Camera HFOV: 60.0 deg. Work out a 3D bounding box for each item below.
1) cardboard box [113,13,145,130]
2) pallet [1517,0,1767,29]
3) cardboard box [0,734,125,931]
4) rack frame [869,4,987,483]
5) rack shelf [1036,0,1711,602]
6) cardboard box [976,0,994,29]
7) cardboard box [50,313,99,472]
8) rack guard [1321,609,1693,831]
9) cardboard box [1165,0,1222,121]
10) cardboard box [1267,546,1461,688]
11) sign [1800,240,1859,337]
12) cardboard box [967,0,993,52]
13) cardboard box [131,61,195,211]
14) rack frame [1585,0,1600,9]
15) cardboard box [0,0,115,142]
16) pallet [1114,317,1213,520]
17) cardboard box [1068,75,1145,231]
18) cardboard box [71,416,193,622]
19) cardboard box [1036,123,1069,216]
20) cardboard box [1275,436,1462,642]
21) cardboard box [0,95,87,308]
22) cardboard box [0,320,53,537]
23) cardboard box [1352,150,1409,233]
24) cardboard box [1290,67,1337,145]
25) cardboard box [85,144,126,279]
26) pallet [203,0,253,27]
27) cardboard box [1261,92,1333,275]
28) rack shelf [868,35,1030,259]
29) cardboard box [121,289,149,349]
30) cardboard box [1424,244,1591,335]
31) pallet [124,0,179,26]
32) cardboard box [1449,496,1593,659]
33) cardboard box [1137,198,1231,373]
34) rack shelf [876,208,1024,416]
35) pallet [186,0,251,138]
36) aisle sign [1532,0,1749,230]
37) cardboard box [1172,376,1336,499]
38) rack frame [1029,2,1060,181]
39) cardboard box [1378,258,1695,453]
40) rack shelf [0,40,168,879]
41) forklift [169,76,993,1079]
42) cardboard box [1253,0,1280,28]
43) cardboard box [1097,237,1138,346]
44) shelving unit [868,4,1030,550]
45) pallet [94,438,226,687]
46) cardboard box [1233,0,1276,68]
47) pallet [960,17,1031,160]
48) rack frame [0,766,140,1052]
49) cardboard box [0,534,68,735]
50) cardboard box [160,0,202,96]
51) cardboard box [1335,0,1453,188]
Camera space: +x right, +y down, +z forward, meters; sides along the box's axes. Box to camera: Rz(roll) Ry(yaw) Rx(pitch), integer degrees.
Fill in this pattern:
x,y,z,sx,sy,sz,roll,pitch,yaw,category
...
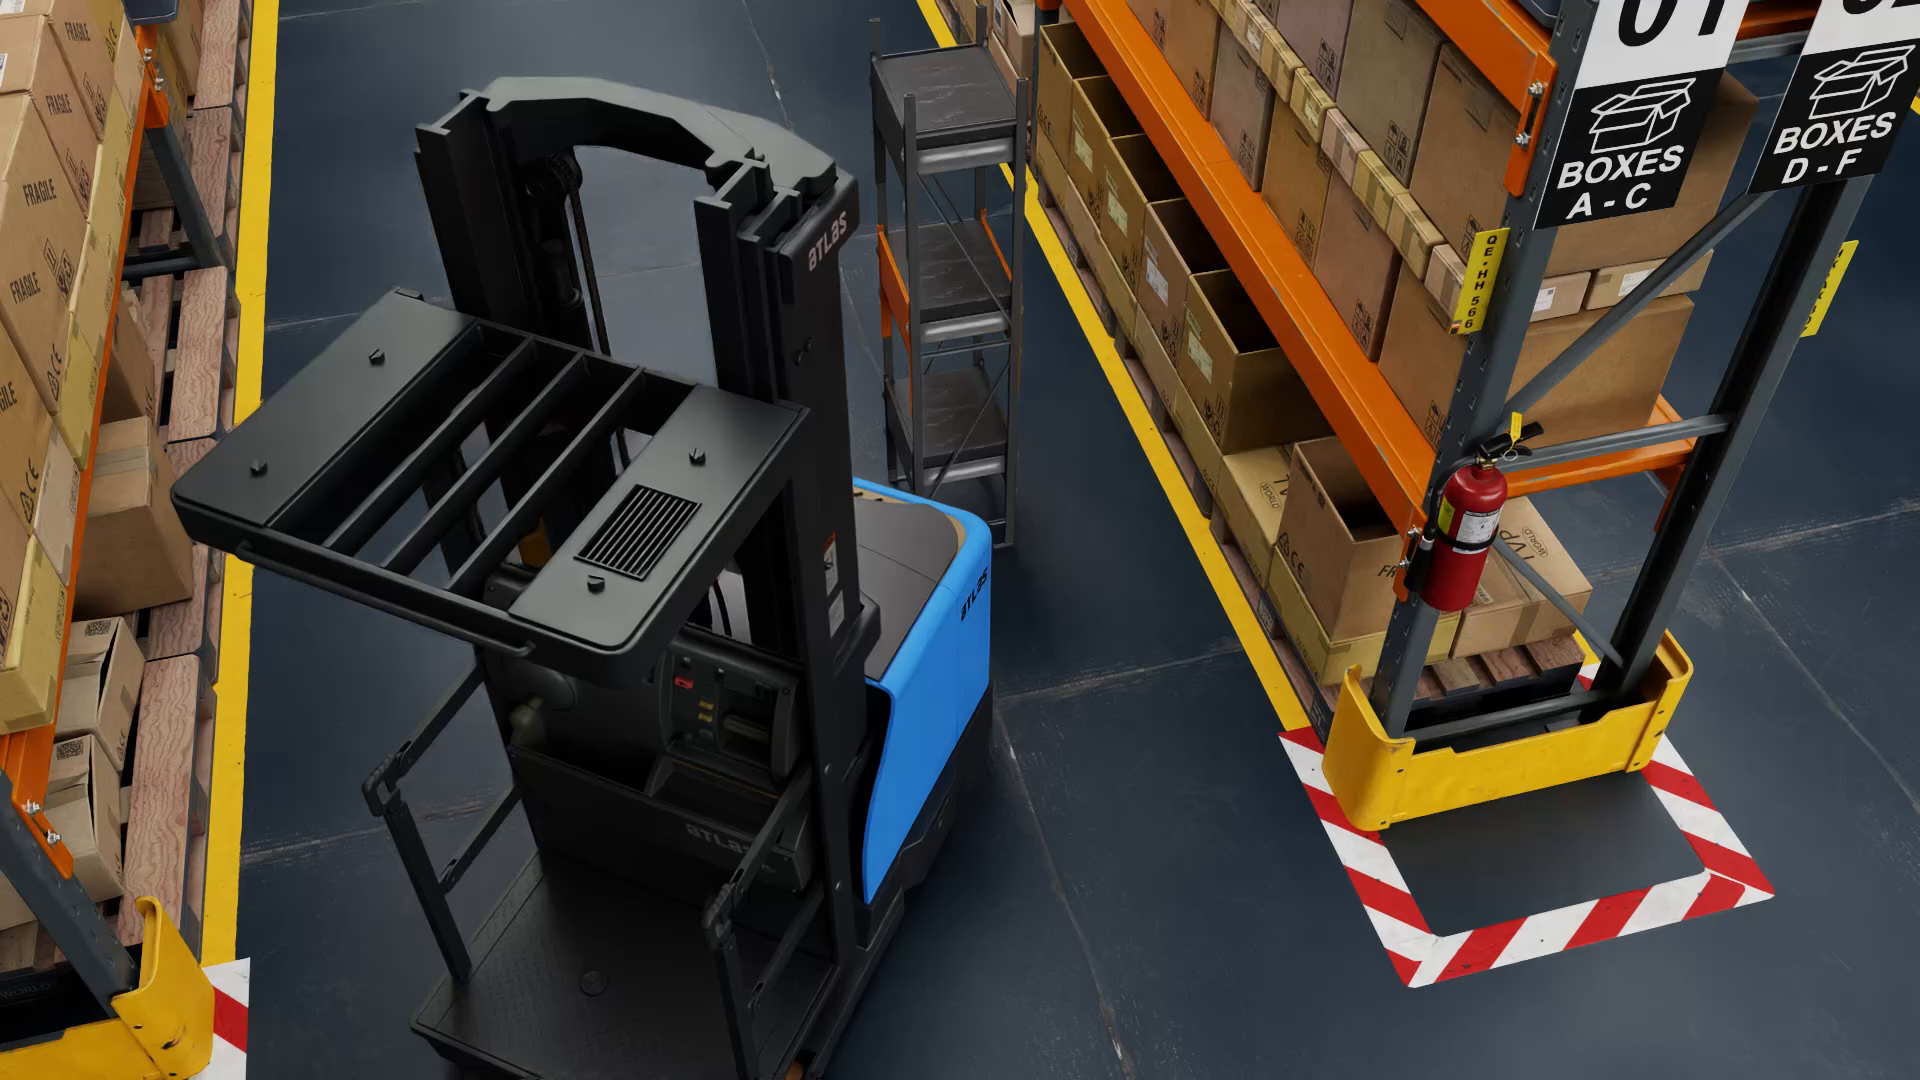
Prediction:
x,y,z,sx,sy,sz,roll,pitch,yaw,category
-3.515,-1.808,6.513,0.500,0.250,0.500,-11,47,-10,cardboard box
1.726,-1.784,4.359,1.003,0.211,1.213,-11,47,-10,pallet
-2.996,0.930,5.313,0.500,0.311,0.500,-16,48,-15,cardboard box
-0.105,-1.018,6.277,0.400,2.100,0.015,-11,47,-10,rack frame
1.370,-1.401,6.526,1.077,0.370,4.000,-11,47,-10,rack shelf
0.338,-2.999,8.828,0.500,0.311,0.500,-10,46,-9,cardboard box
-2.995,-0.422,5.154,0.500,0.250,0.500,-11,47,-11,cardboard box
1.888,0.620,5.793,1.175,0.500,0.348,-11,47,-10,rack guard
1.244,-2.053,6.592,0.700,0.500,0.500,-10,46,-10,cardboard box
1.459,0.228,6.058,0.500,0.250,0.500,-11,47,-10,cardboard box
2.420,-0.700,4.674,0.100,0.325,0.005,-11,47,-10,sign
0.344,-2.801,9.026,0.500,0.250,0.500,-11,47,-11,cardboard box
-4.134,-1.909,7.963,0.700,0.500,0.500,-9,46,-9,cardboard box
1.882,-2.371,2.773,1.000,3.000,0.127,-11,47,-10,rack frame
-3.376,-1.729,5.910,0.500,0.500,0.500,-11,47,-11,cardboard box
1.337,-0.657,7.246,1.003,0.211,1.213,-11,47,-10,pallet
0.810,-1.759,7.480,0.500,0.500,0.500,-11,47,-10,cardboard box
-3.281,-0.046,6.137,0.700,0.500,0.500,-13,47,-13,cardboard box
0.684,-1.842,8.086,0.500,0.250,0.500,-11,47,-10,cardboard box
1.457,-0.035,5.790,0.500,0.500,0.500,-11,47,-10,cardboard box
-3.124,-1.020,5.215,0.500,0.500,0.500,-9,46,-9,cardboard box
-2.854,-0.308,4.518,0.500,0.500,0.500,-11,47,-10,cardboard box
1.466,-1.120,5.223,0.380,0.149,0.250,-11,47,-11,cardboard box
1.336,-1.475,5.571,0.380,0.149,0.250,-9,46,-9,cardboard box
-3.252,-1.118,5.836,0.500,0.250,0.500,-11,47,-11,cardboard box
-4.755,-3.371,9.906,1.003,0.211,1.213,-11,47,-10,pallet
1.514,-1.337,5.890,0.700,0.500,0.500,-10,46,-10,cardboard box
-0.042,-1.330,5.622,0.431,0.518,0.480,-11,47,-10,rack shelf
-3.764,-0.923,7.230,0.380,0.166,0.250,-16,48,-15,cardboard box
1.600,-0.763,4.873,0.380,0.149,0.250,-11,47,-11,cardboard box
-3.985,-2.612,7.344,1.003,0.211,1.213,-11,47,-10,pallet
1.960,0.133,6.151,0.500,0.250,0.500,-11,47,-10,cardboard box
1.060,-1.068,6.802,0.500,0.500,0.500,-11,47,-10,cardboard box
-0.042,-0.840,6.122,0.431,0.518,0.480,-11,47,-10,rack shelf
-4.446,-2.530,9.082,1.003,0.211,1.213,-11,47,-10,pallet
1.615,-1.083,3.890,0.394,0.787,0.004,-11,47,-10,aisle sign
1.190,-0.460,6.732,0.500,0.250,0.500,-11,47,-10,cardboard box
0.858,-3.033,7.622,1.000,3.000,0.127,-11,47,-10,rack frame
1.775,-0.631,5.198,0.700,0.500,0.500,-11,47,-10,cardboard box
-3.418,-0.492,5.636,1.077,0.370,4.000,-11,47,-10,rack shelf
-0.934,0.484,4.224,1.130,2.935,3.031,17,48,16,forklift
1.363,-2.178,5.806,0.700,0.500,0.500,-11,47,-10,cardboard box
0.930,-1.150,7.408,0.500,0.250,0.500,-11,47,-10,cardboard box
-0.042,-0.849,6.112,0.431,2.100,0.503,-11,47,-10,shelving unit
-3.408,0.152,6.453,1.003,0.211,1.213,-11,47,-10,pallet
1.201,-1.833,5.922,0.380,0.149,0.250,-11,47,-11,cardboard box
0.632,-2.559,9.110,1.003,0.211,1.213,-11,47,-10,pallet
-2.906,0.637,4.026,1.000,3.000,0.127,-11,47,-10,rack frame
-2.724,0.287,4.459,0.500,0.250,0.500,-12,47,-11,cardboard box
-4.406,-2.616,8.656,0.700,0.500,0.500,-10,46,-10,cardboard box
1.622,-1.484,5.126,0.700,0.500,0.500,-12,47,-11,cardboard box
